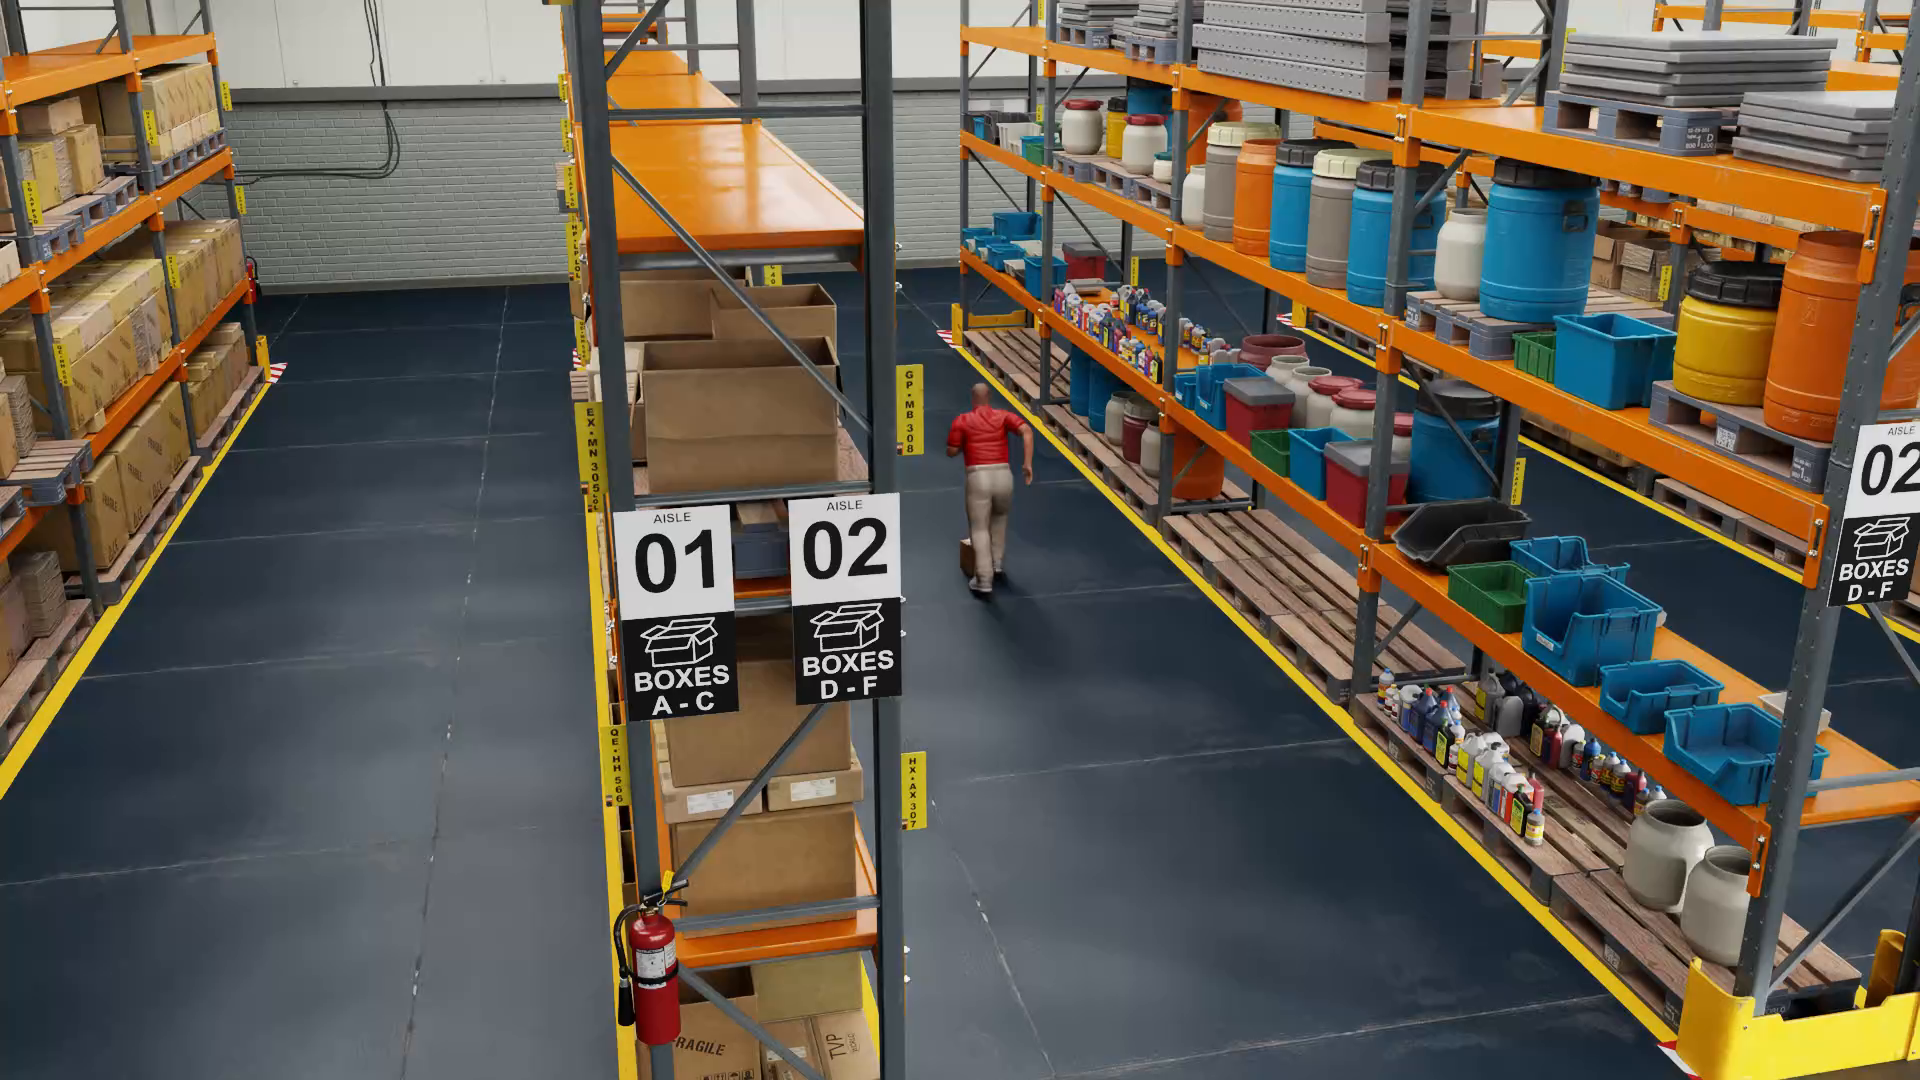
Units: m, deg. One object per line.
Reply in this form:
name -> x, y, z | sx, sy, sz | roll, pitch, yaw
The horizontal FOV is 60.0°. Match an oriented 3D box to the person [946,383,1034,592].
person -> 0.237, -0.445, 13.781 | 0.652, 1.663, 0.981 | -6, 20, -17
